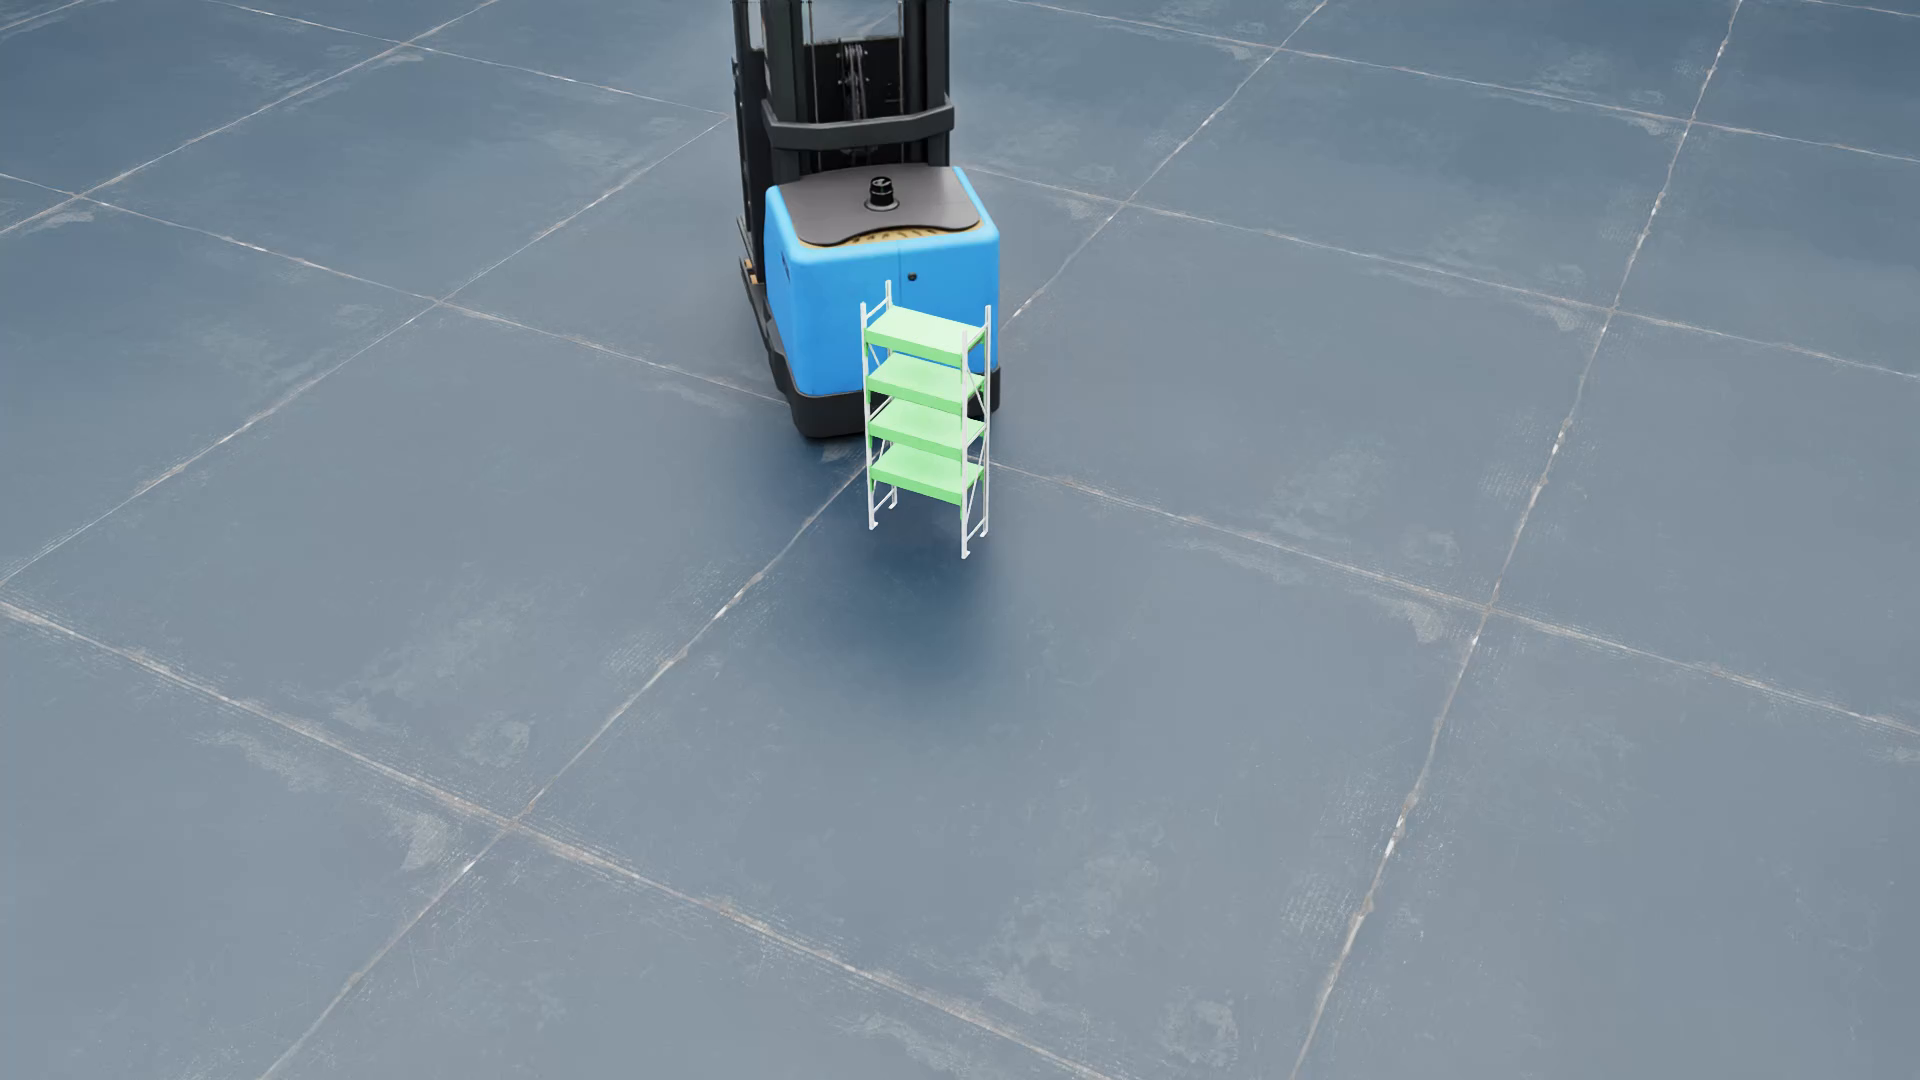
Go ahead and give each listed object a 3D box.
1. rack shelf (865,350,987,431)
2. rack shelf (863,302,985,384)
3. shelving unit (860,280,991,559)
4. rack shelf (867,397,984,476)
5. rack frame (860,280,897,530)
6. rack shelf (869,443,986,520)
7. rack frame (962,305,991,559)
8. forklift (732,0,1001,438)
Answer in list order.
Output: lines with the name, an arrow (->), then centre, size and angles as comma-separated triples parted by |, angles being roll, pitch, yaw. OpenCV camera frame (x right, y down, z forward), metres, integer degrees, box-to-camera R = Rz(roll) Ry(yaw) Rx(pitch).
rack shelf -> -0.147, -0.664, 7.341 | 0.480, 0.148, 0.258 | 17, 41, 21
rack shelf -> -0.147, -0.855, 7.196 | 0.480, 0.148, 0.258 | 17, 41, 21
shelving unit -> -0.147, -0.524, 7.448 | 0.503, 1.200, 0.258 | 17, 41, 21
rack shelf -> -0.147, -0.473, 7.487 | 0.480, 0.148, 0.258 | 17, 41, 21
rack frame -> -0.364, -0.592, 7.537 | 0.015, 1.200, 0.240 | 17, 41, 21
rack shelf -> -0.147, -0.282, 7.632 | 0.480, 0.148, 0.258 | 17, 41, 21
rack frame -> 0.070, -0.456, 7.358 | 0.015, 1.200, 0.240 | 17, 41, 21
forklift -> -0.654, -2.572, 8.715 | 1.130, 2.935, 3.031 | -9, 38, -11
